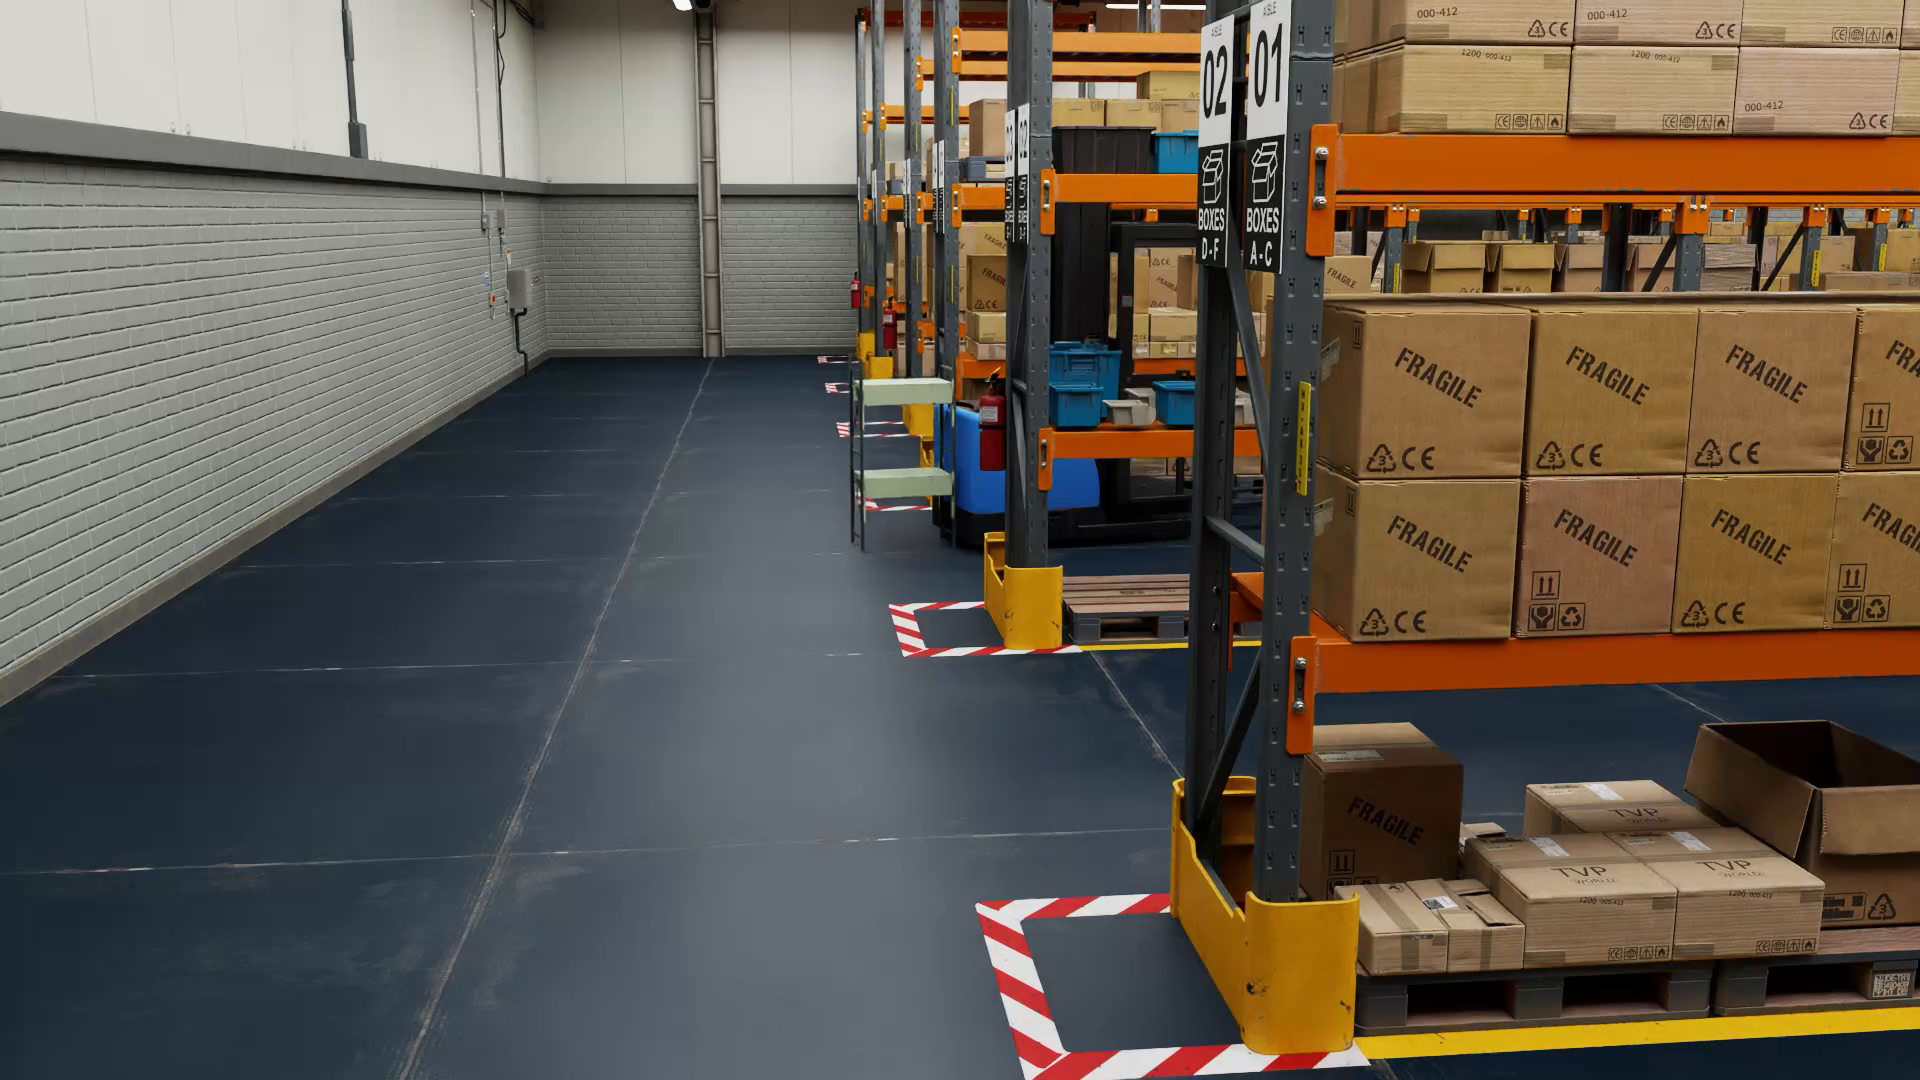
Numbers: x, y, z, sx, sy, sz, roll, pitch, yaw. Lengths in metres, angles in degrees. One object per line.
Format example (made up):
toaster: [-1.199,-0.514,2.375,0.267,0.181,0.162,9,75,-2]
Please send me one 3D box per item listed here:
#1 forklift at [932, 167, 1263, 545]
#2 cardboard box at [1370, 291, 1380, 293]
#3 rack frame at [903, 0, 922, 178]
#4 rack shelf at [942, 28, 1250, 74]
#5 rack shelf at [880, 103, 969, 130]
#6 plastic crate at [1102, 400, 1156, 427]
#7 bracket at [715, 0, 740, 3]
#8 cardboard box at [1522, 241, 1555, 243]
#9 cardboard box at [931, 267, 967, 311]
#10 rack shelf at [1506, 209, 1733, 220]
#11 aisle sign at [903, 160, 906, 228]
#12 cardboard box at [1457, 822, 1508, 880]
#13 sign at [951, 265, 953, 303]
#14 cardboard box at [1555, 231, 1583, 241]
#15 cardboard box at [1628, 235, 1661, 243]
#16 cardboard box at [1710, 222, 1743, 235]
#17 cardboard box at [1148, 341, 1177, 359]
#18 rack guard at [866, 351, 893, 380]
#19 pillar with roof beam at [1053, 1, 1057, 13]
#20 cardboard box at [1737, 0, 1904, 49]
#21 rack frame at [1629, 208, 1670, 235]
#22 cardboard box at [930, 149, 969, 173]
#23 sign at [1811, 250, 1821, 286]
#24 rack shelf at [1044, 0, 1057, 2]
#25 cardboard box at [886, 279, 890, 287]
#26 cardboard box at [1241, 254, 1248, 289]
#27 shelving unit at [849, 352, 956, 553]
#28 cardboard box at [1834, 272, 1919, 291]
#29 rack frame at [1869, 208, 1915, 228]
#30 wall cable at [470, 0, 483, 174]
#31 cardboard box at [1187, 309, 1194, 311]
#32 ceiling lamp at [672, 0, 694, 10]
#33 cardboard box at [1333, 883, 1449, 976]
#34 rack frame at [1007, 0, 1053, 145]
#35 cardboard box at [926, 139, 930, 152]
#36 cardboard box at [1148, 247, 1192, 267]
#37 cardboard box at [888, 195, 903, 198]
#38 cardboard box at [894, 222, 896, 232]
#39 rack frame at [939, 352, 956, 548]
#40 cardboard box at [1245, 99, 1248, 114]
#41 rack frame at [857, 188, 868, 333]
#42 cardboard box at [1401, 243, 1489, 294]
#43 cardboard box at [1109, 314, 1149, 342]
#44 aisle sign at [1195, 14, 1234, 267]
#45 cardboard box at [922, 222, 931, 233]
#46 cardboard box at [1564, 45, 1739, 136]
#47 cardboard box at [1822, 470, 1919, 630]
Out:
forklift: [1.345,-1.522,13.514,3.031,2.935,1.130,-4,12,-20]
cardboard box: [4.885,-2.937,20.096,0.250,0.149,0.380,-2,11,-9]
rack frame: [-0.559,-5.773,19.406,0.127,3.000,1.000,-1,11,-6]
rack shelf: [1.864,-4.312,14.877,4.000,0.370,1.077,-1,11,-6]
rack shelf: [0.794,-6.213,24.544,4.000,0.370,1.077,-1,11,-6]
plastic crate: [1.020,-0.759,9.982,0.298,0.136,0.250,-1,11,-6]
bracket: [-4.061,-9.496,29.009,0.430,0.232,0.235,-1,11,-6]
cardboard box: [8.774,-4.343,25.564,0.500,0.500,0.500,-2,11,-8]
cardboard box: [-0.083,-2.981,19.724,0.500,0.500,0.500,-1,11,-3]
rack shelf: [12.184,-6.139,30.908,4.000,0.370,1.077,-1,11,-6]
aisle sign: [-0.664,-4.161,20.019,0.004,0.787,0.394,-1,11,-6]
cardboard box: [1.868,1.148,5.956,0.250,0.166,0.380,-1,11,-6]
sign: [-0.070,-2.233,14.502,0.005,0.325,0.100,-1,11,-6]
cardboard box: [9.347,-4.666,25.526,0.250,0.149,0.380,-2,11,-9]
cardboard box: [8.344,-3.554,20.819,0.500,0.500,0.700,-1,11,-7]
cardboard box: [11.707,-4.686,25.807,0.500,0.500,0.700,-1,11,-6]
cardboard box: [1.794,-1.729,15.040,0.250,0.149,0.380,-1,11,-8]
rack guard: [-1.218,-2.550,25.041,0.348,0.500,1.175,-1,11,-6]
pillar with roof beam: [1.918,-7.088,26.095,0.548,9.000,9.100,-1,11,-6]
cardboard box: [2.475,-1.601,5.055,0.500,0.250,0.500,-1,11,-6]
rack frame: [10.736,-4.027,26.074,0.127,3.000,1.000,-1,11,-6]
cardboard box: [-0.085,-4.433,19.456,0.500,0.250,0.500,-1,11,-5]
sign: [7.893,-2.505,15.331,0.005,0.325,0.100,-1,11,-6]
rack shelf: [2.399,-3.362,10.045,4.000,0.370,1.077,-1,11,-6]
cardboard box: [-1.377,-4.559,29.436,0.250,0.149,0.380,-1,11,-7]
cardboard box: [2.859,-2.430,15.627,0.500,0.500,0.500,-1,11,-6]
shelving unit: [-0.449,-0.689,12.987,0.755,1.500,0.431,-3,12,-16]
cardboard box: [8.906,-2.348,16.186,0.500,0.500,0.700,0,11,2]
rack frame: [14.712,-4.110,26.498,0.127,3.000,1.000,-1,11,-6]
wall cable: [-6.819,-6.548,23.346,0.029,3.000,0.463,-1,11,-6]
cardboard box: [2.348,-2.051,15.643,0.500,0.250,0.500,-1,11,-5]
ceiling lamp: [-4.147,-10.034,25.947,0.800,3.185,2.000,-1,11,-6]
cardboard box: [1.396,1.264,5.413,0.250,0.149,0.380,-1,11,-6]
rack frame: [0.411,-3.870,9.725,0.127,3.000,1.000,-1,11,-6]
cardboard box: [-0.260,-4.732,19.945,0.250,0.149,0.380,-1,11,-7]
cardboard box: [2.466,-3.525,19.900,0.500,0.500,0.500,-2,11,-8]
cardboard box: [-1.134,-6.050,29.239,0.250,0.149,0.380,-1,11,-5]
cardboard box: [-0.859,-4.681,24.867,0.250,0.149,0.380,-1,11,-5]
rack frame: [-0.097,-0.709,13.086,0.023,1.500,0.400,-3,12,-16]
cardboard box: [2.546,-3.697,15.016,0.500,0.500,0.700,-1,11,-3]
rack frame: [-1.734,-4.728,29.644,0.127,3.000,1.000,-1,11,-6]
cardboard box: [4.487,-2.516,15.529,0.637,0.503,0.797,-1,11,-8]
cardboard box: [1.398,-1.929,15.020,0.500,0.250,0.500,-2,11,-8]
aisle sign: [0.841,-1.309,5.513,0.004,0.787,0.394,-1,11,-6]
cardboard box: [-0.558,-4.608,24.499,0.250,0.149,0.380,-1,11,-5]
cardboard box: [1.979,-1.344,5.044,0.500,0.250,0.500,-1,11,-6]
cardboard box: [2.921,-0.016,5.414,0.500,0.500,0.500,-1,11,-5]
